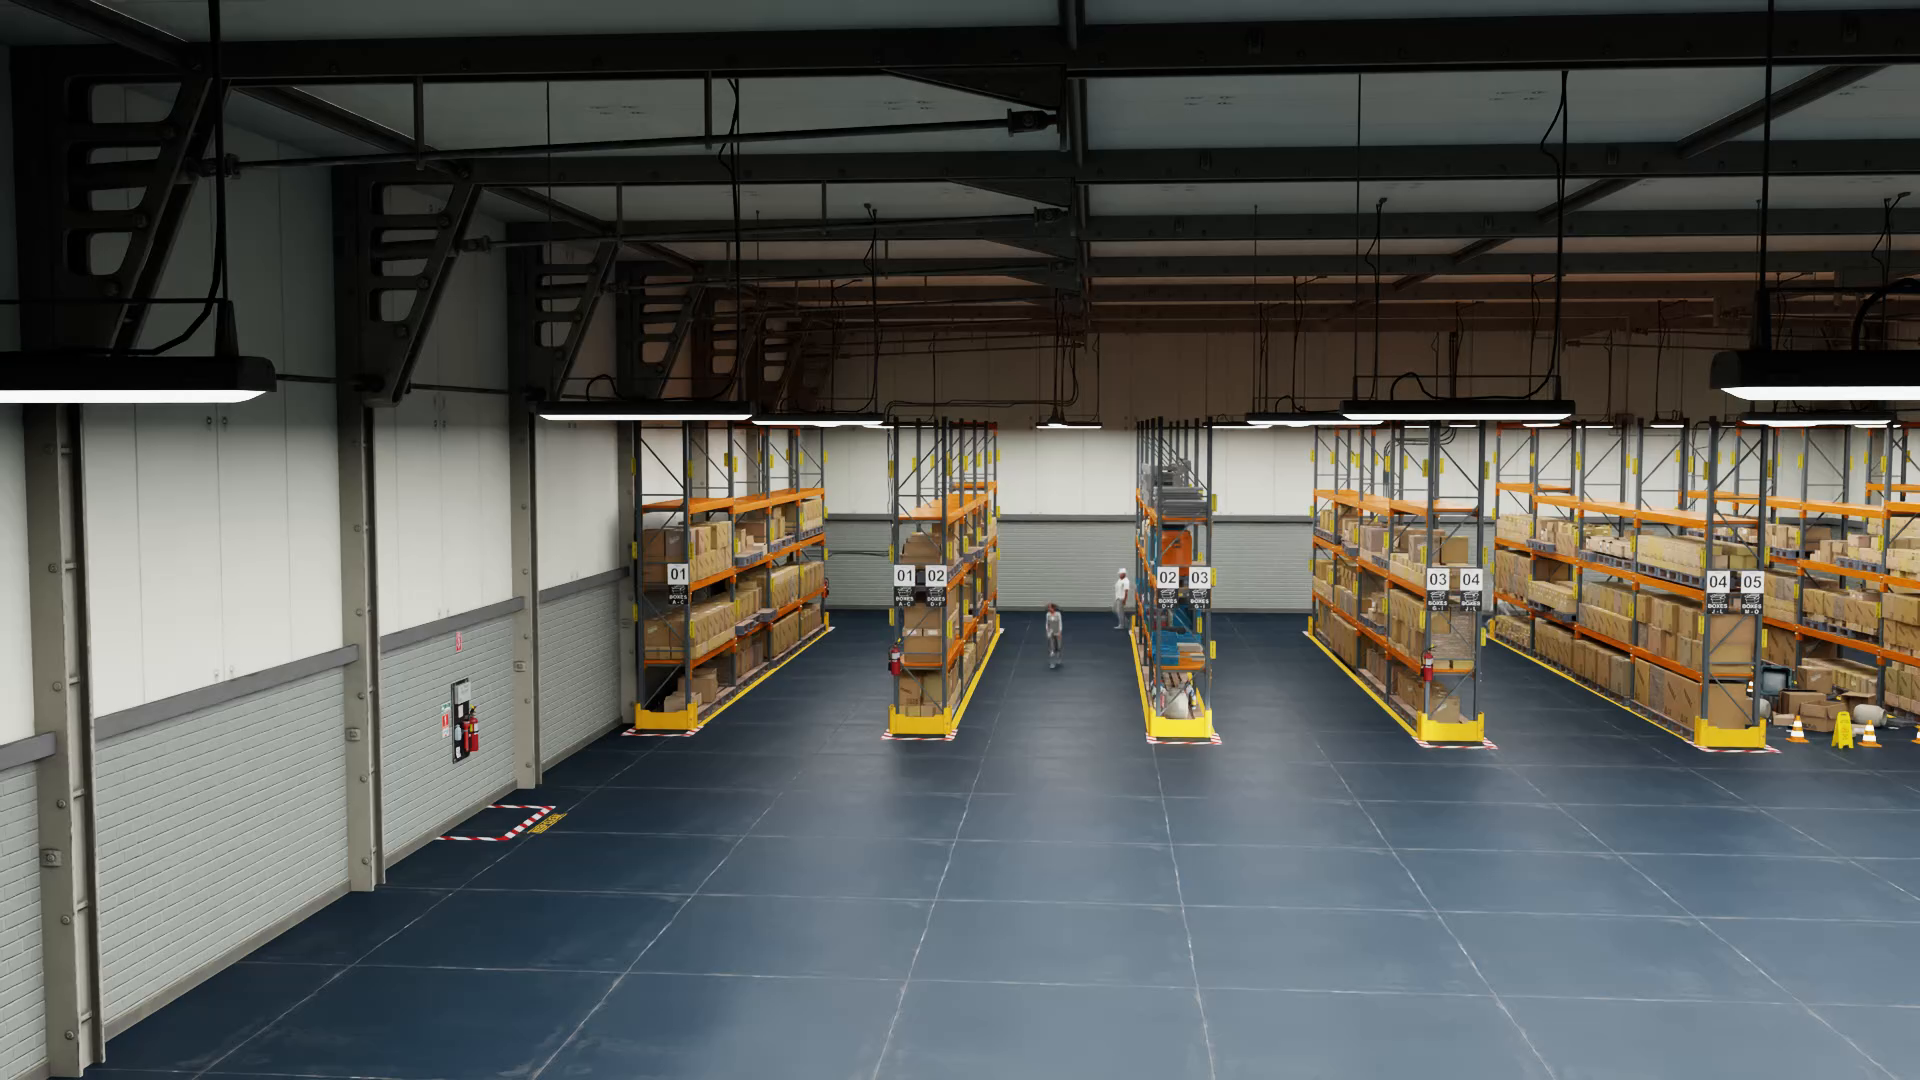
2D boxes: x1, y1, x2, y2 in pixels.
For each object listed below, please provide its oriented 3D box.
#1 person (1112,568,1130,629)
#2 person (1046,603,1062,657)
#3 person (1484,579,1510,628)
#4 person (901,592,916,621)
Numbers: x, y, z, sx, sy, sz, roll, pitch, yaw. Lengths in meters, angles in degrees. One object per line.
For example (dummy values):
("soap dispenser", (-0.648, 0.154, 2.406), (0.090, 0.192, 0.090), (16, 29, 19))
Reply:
("person", (4.674, 1.692, 48.026), (0.504, 1.755, 0.581), (-1, 4, -14))
("person", (2.288, 2.205, 40.450), (0.407, 1.374, 0.904), (1, 4, 10))
("person", (15.459, 1.835, 47.554), (1.000, 1.547, 0.474), (3, 5, 38))
("person", (-1.341, 1.959, 45.187), (0.526, 1.533, 1.009), (0, 4, 2))
